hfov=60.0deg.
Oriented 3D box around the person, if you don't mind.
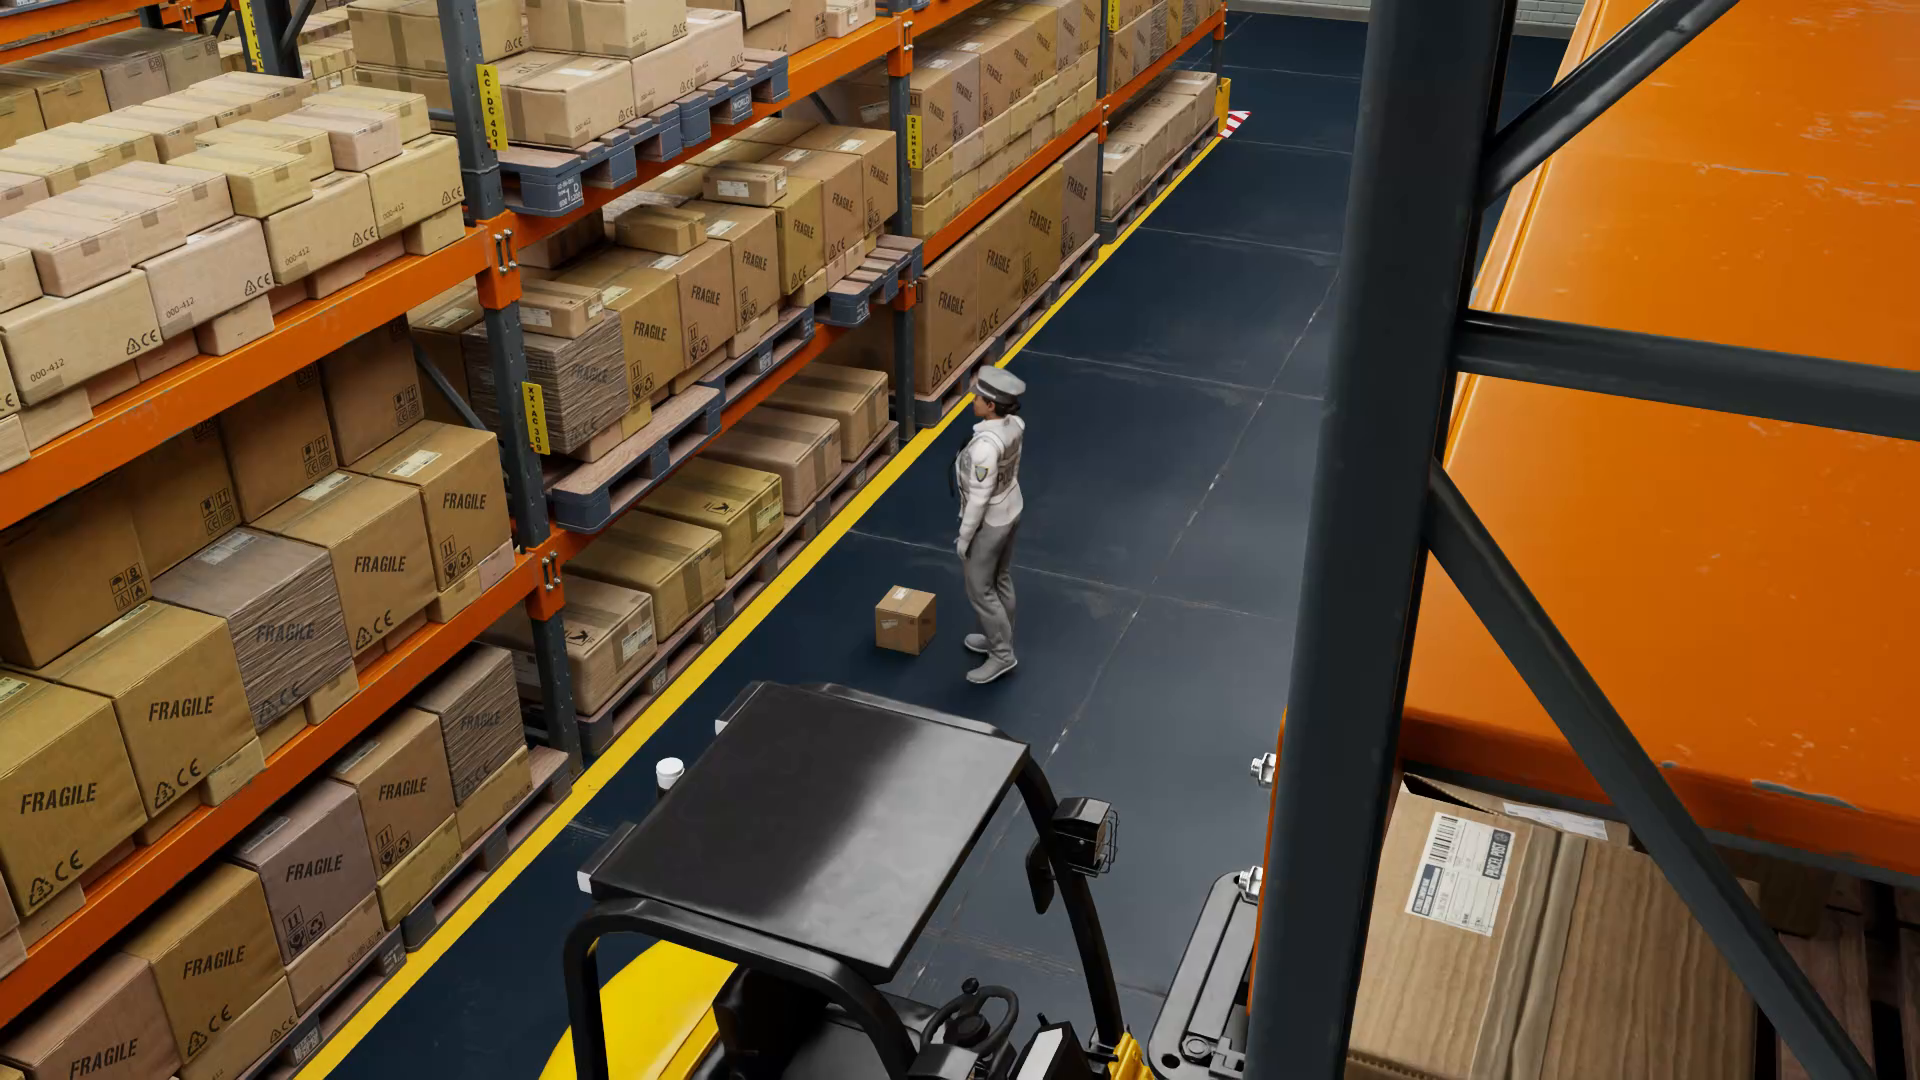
[{"bbox_3d":[0.160,-0.081,8.514,0.369,1.713,0.485,12,32,20],"label":"person"}]
